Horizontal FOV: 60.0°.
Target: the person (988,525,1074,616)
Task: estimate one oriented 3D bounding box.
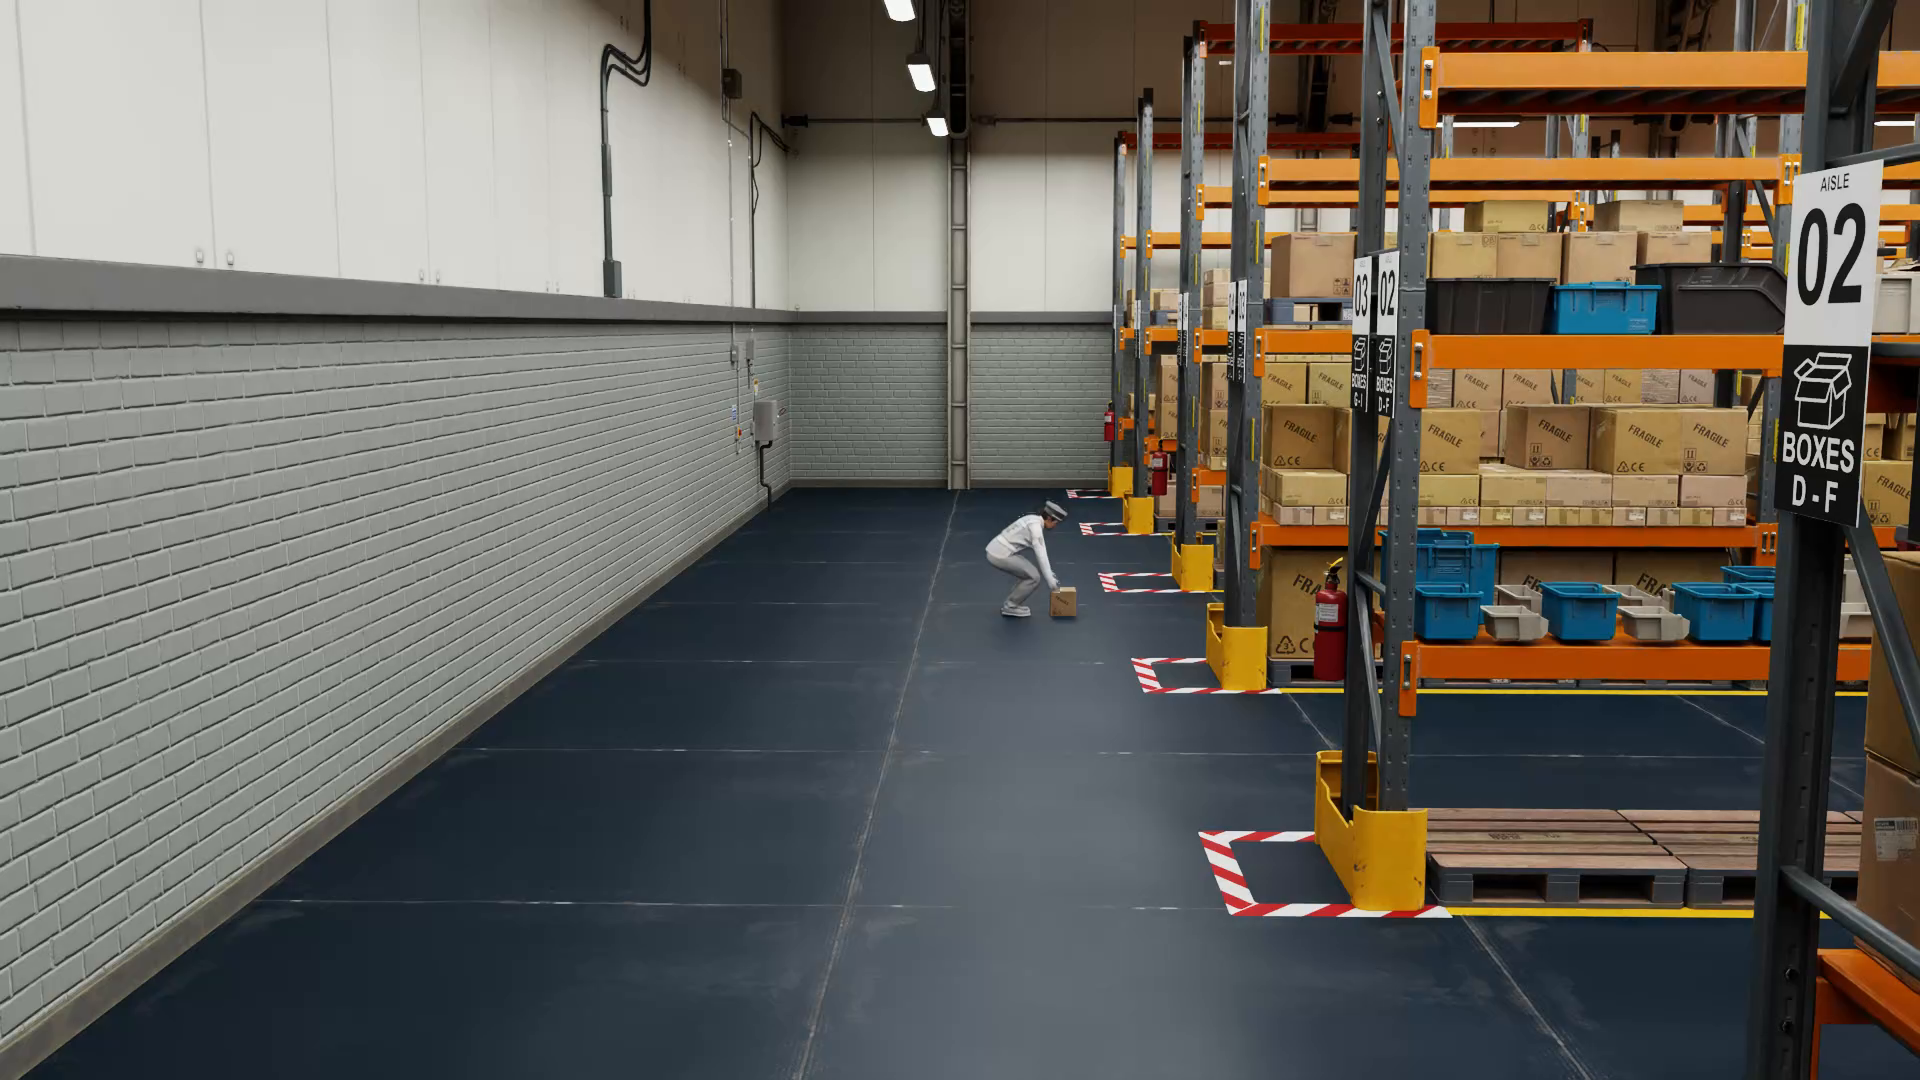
[{"bbox_3d":[0.702,0.301,16.511,0.856,0.888,0.489,0,7,1],"label":"person"}]
